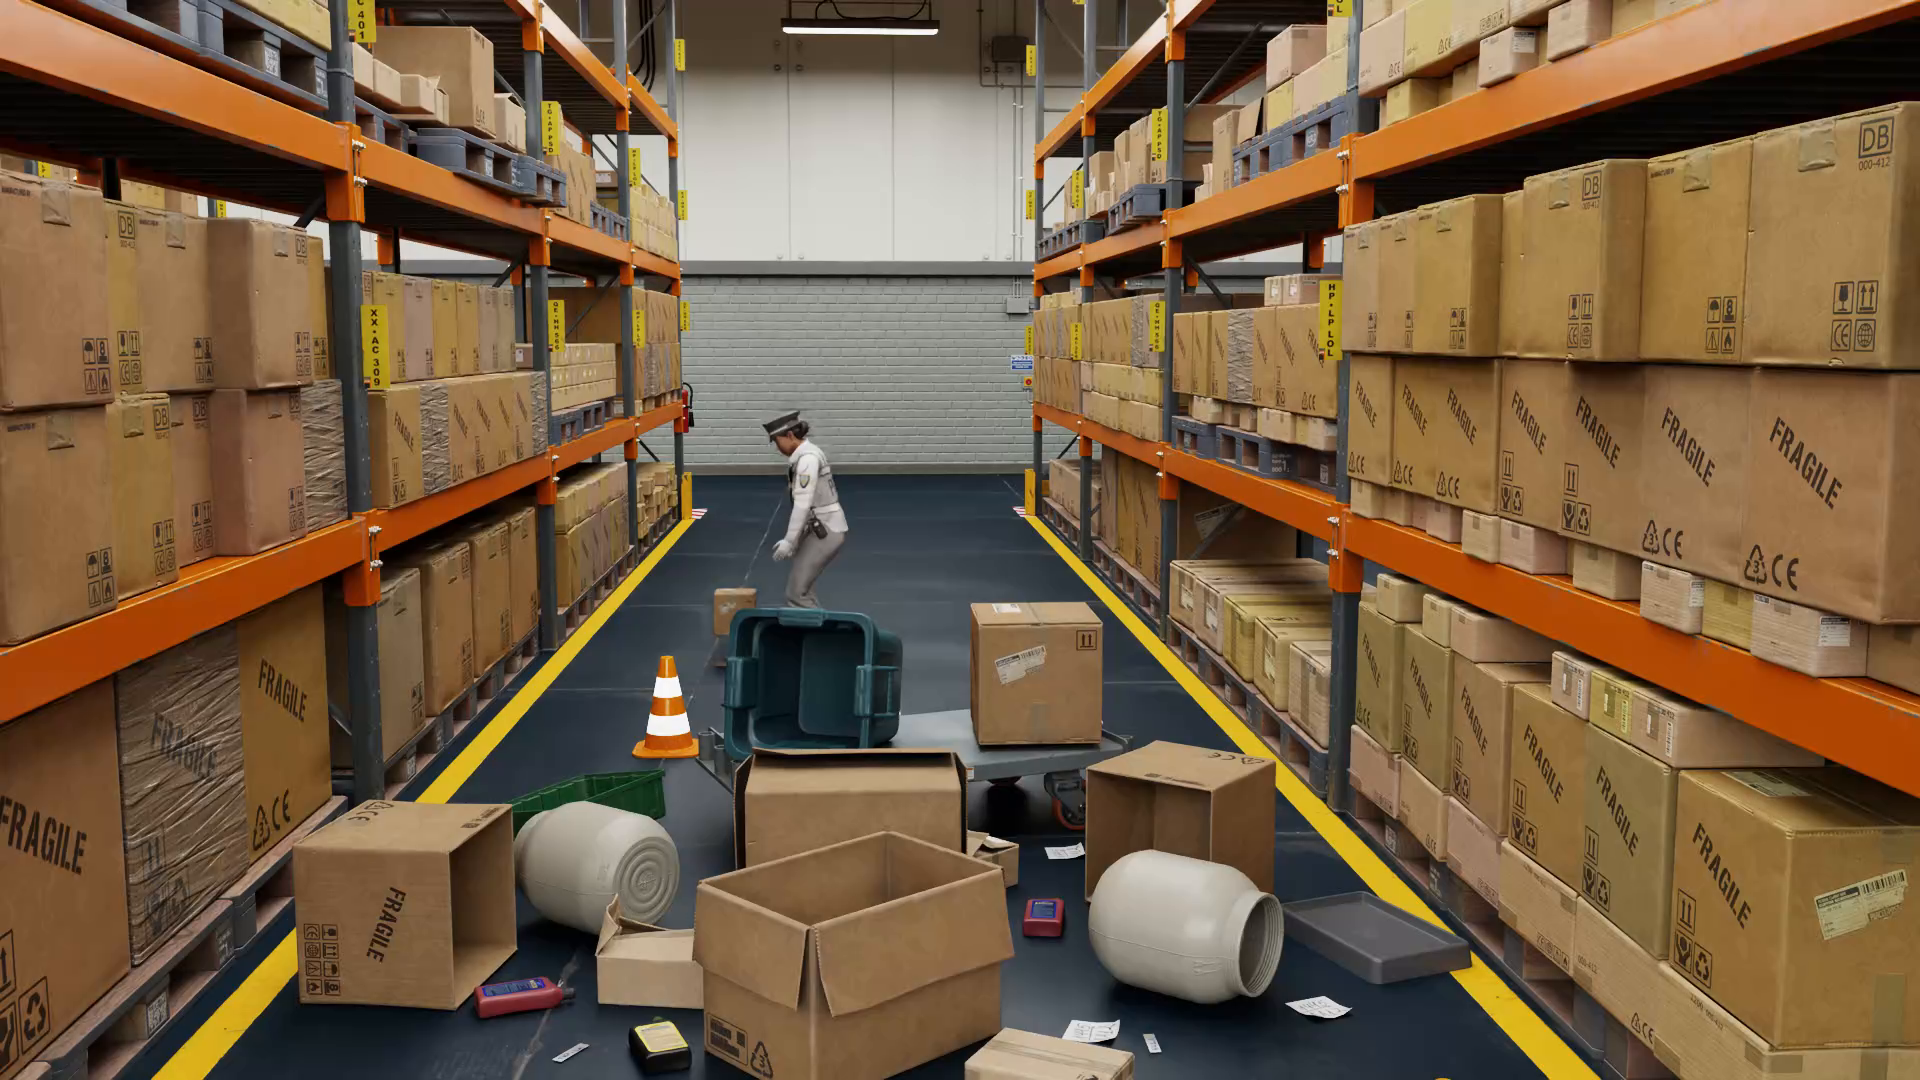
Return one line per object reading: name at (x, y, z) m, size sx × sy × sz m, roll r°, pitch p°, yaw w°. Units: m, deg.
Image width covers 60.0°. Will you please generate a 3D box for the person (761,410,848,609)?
person at (-0.952, -0.012, 10.268) m, size 0.526 × 1.576 × 0.516 m, roll 0°, pitch 7°, yaw -2°
